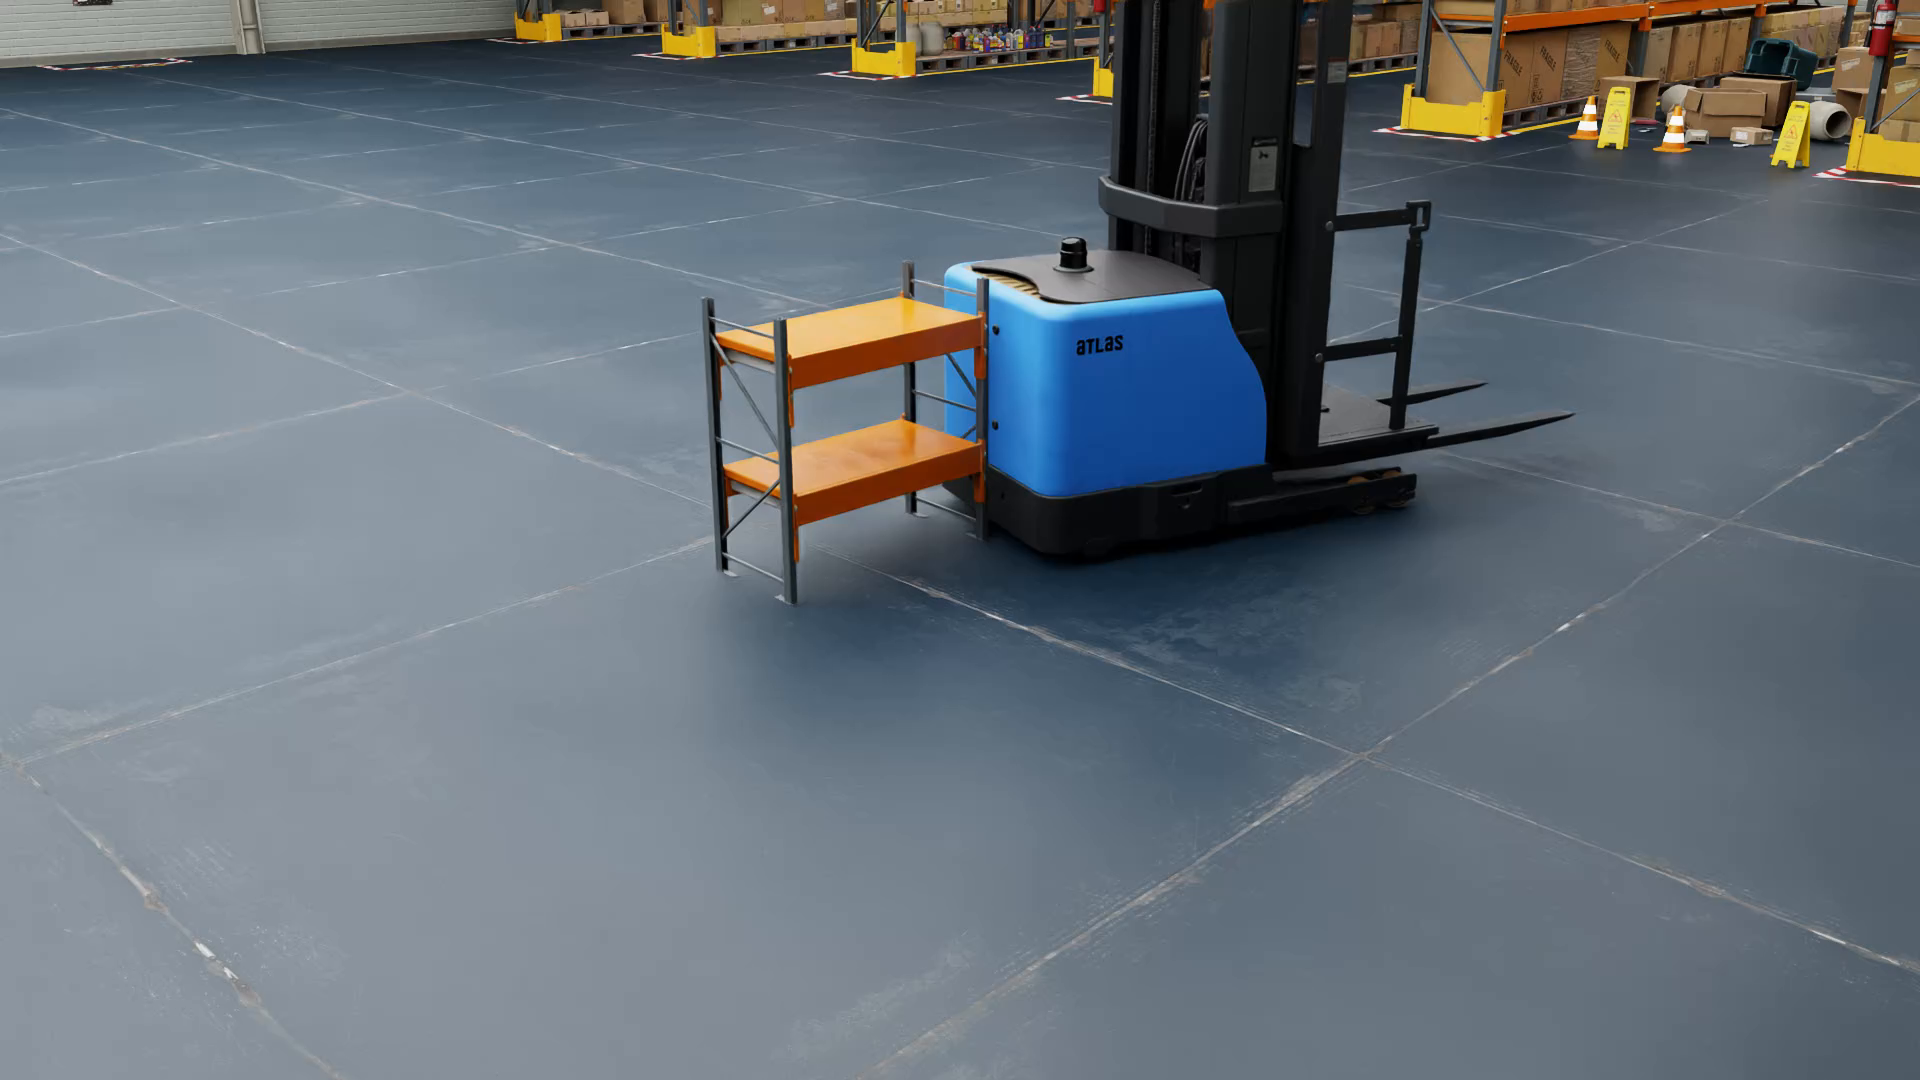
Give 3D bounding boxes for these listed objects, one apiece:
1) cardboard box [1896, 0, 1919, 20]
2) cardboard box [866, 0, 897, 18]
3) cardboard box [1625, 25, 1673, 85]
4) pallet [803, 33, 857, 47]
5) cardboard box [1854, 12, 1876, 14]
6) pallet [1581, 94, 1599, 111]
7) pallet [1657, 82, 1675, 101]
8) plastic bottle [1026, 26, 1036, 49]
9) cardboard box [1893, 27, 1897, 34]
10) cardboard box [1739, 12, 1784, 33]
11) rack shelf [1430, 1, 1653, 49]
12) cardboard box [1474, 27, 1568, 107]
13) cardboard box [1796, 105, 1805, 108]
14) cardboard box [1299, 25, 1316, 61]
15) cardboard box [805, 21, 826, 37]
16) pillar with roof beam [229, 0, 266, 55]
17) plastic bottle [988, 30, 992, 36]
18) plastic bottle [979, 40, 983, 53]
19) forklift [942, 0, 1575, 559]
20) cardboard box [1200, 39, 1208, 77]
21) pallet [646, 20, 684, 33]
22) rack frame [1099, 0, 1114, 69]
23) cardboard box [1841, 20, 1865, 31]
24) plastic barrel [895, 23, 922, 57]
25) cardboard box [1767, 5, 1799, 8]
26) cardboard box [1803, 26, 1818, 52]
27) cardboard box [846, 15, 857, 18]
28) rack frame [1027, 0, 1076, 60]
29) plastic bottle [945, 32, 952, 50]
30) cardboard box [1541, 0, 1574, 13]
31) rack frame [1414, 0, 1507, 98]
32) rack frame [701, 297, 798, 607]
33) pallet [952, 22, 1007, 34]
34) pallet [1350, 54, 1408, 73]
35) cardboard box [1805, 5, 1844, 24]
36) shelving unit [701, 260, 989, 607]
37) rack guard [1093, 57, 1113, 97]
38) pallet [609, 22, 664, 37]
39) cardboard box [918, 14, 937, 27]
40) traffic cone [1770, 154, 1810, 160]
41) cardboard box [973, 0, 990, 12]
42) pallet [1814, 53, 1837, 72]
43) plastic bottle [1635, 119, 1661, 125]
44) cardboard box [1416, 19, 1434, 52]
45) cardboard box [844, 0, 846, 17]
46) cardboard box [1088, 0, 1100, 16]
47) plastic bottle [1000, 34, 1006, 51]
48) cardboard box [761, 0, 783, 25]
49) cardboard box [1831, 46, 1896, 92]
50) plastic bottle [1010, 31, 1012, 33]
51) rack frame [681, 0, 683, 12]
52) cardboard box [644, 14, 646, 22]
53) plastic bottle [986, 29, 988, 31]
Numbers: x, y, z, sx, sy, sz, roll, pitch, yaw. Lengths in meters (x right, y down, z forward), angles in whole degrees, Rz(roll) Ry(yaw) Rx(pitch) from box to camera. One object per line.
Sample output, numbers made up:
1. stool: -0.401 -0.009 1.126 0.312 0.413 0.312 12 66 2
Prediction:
1. cardboard box: 9.604 -5.420 16.440 0.500 0.500 0.500 19 28 40
2. cardboard box: -1.516 -10.233 31.982 0.500 0.311 0.500 19 28 41
3. cardboard box: 8.964 -6.595 22.602 1.050 0.750 0.750 19 28 40
4. pallet: -2.567 -9.519 31.546 1.003 0.211 1.213 19 28 41
5. cardboard box: 16.358 -9.445 30.025 0.380 0.149 0.250 18 27 38
6. pallet: 8.009 -5.789 21.842 1.003 0.211 1.213 19 28 41
7. pallet: 9.080 -6.182 22.865 1.003 0.211 1.213 19 28 41
8. plastic bottle: 1.187 -8.456 27.972 0.144 0.351 0.185 18 27 38
9. cardboard box: 16.090 -8.878 28.966 0.250 0.149 0.380 -20 28 -41
10. cardboard box: 12.041 -7.791 25.017 0.500 0.250 0.500 18 27 38
11. rack shelf: 7.200 -6.417 20.591 1.077 0.370 4.000 19 28 41
12. cardboard box: 6.843 -5.860 20.517 0.875 0.875 0.875 19 28 40
13. cardboard box: 10.107 -5.105 19.987 0.258 0.266 0.396 2 21 4
14. cardboard box: 5.556 -7.725 25.863 0.700 0.500 0.500 17 27 37
15. cardboard box: -2.844 -9.495 30.844 0.500 0.250 0.500 19 28 41
16. pillar with roof beam: -9.558 -11.802 25.237 9.100 9.000 0.400 19 28 41
17. plastic bottle: 0.496 -8.506 28.214 0.097 0.271 0.097 0 21 0
18. plastic bottle: 0.334 -8.059 27.149 0.097 0.201 0.097 0 21 0
19. forklift: 1.473 -1.639 7.255 3.031 2.935 1.130 -10 23 -24
20. cardboard box: 3.162 -6.854 23.624 0.500 0.500 0.500 -12 24 -28
21. pallet: -5.978 -10.770 34.801 1.003 0.211 1.213 19 28 41
22. rack frame: 2.322 -7.506 22.422 1.000 3.000 0.127 19 28 41
23. cardboard box: 14.941 -8.636 27.922 0.380 0.149 0.250 19 28 40
24. plastic barrel: -0.822 -7.969 26.508 0.421 0.512 0.421 0 21 0
25. cardboard box: 13.102 -8.441 26.709 0.500 0.250 0.500 -19 28 -41
26. cardboard box: 13.122 -7.837 26.181 0.500 0.500 0.500 18 28 40
27. cardboard box: -1.901 -10.106 32.434 0.500 0.250 0.500 19 28 40
28. rack frame: 1.564 -9.774 28.322 1.000 3.000 0.127 19 28 41
29. plastic bottle: -0.191 -8.299 27.659 0.133 0.283 0.061 -19 28 -41
30. cardboard box: 6.880 -6.675 20.050 0.875 0.550 0.550 19 28 41
31. rack frame: 5.805 -6.239 19.125 1.000 3.000 0.127 19 28 41
32. rack frame: -0.808 -0.337 6.384 0.032 1.125 0.500 -18 28 -39
33. pallet: 0.206 -10.539 34.200 1.003 0.211 1.213 19 28 41
34. pallet: 6.506 -7.748 26.939 1.003 0.211 1.213 19 28 41
35. cardboard box: 13.838 -8.448 26.726 0.500 0.250 0.500 18 28 39
36. shelving unit: -0.435 -0.461 6.706 1.048 1.125 0.538 -18 28 -39
37. rack guard: 2.375 -6.359 22.921 1.175 0.500 0.348 19 28 41
38. pallet: -6.829 -10.455 33.982 1.003 0.211 1.213 19 28 41
39. cardboard box: -0.807 -10.234 32.766 0.500 0.250 0.500 18 28 39
40. traffic cone: 8.798 -4.275 17.552 0.336 0.463 0.334 19 28 41
41. cardboard box: 0.261 -10.885 33.680 0.500 0.311 0.500 19 28 40
42. pallet: 13.634 -7.821 27.129 1.003 0.211 1.213 19 28 41
43. plastic bottle: 8.359 -5.076 20.196 0.283 0.061 0.133 9 23 23
44. cardboard box: 7.450 -8.424 27.681 0.700 0.500 0.500 17 27 38
45. cardboard box: -2.530 -10.236 31.727 0.500 0.500 0.500 19 28 41
46. cardboard box: 2.758 -11.657 36.093 0.500 0.500 0.500 20 29 41
47. plastic bottle: 0.712 -8.231 27.499 0.097 0.271 0.097 0 21 0
48. cardboard box: -3.553 -9.592 30.051 0.500 0.500 0.500 19 28 41
49. cardboard box: 10.916 -5.678 20.096 0.500 0.500 0.500 19 28 41
50. plastic bottle: 0.870 -8.360 27.817 0.061 0.283 0.133 19 28 41
51. rack frame: -5.534 -12.253 34.773 1.000 3.000 0.127 19 28 41
52. cardboard box: -6.665 -10.722 34.149 0.380 0.149 0.250 17 27 36
53. plastic bottle: 0.427 -8.527 28.252 0.133 0.283 0.061 -19 28 -40
